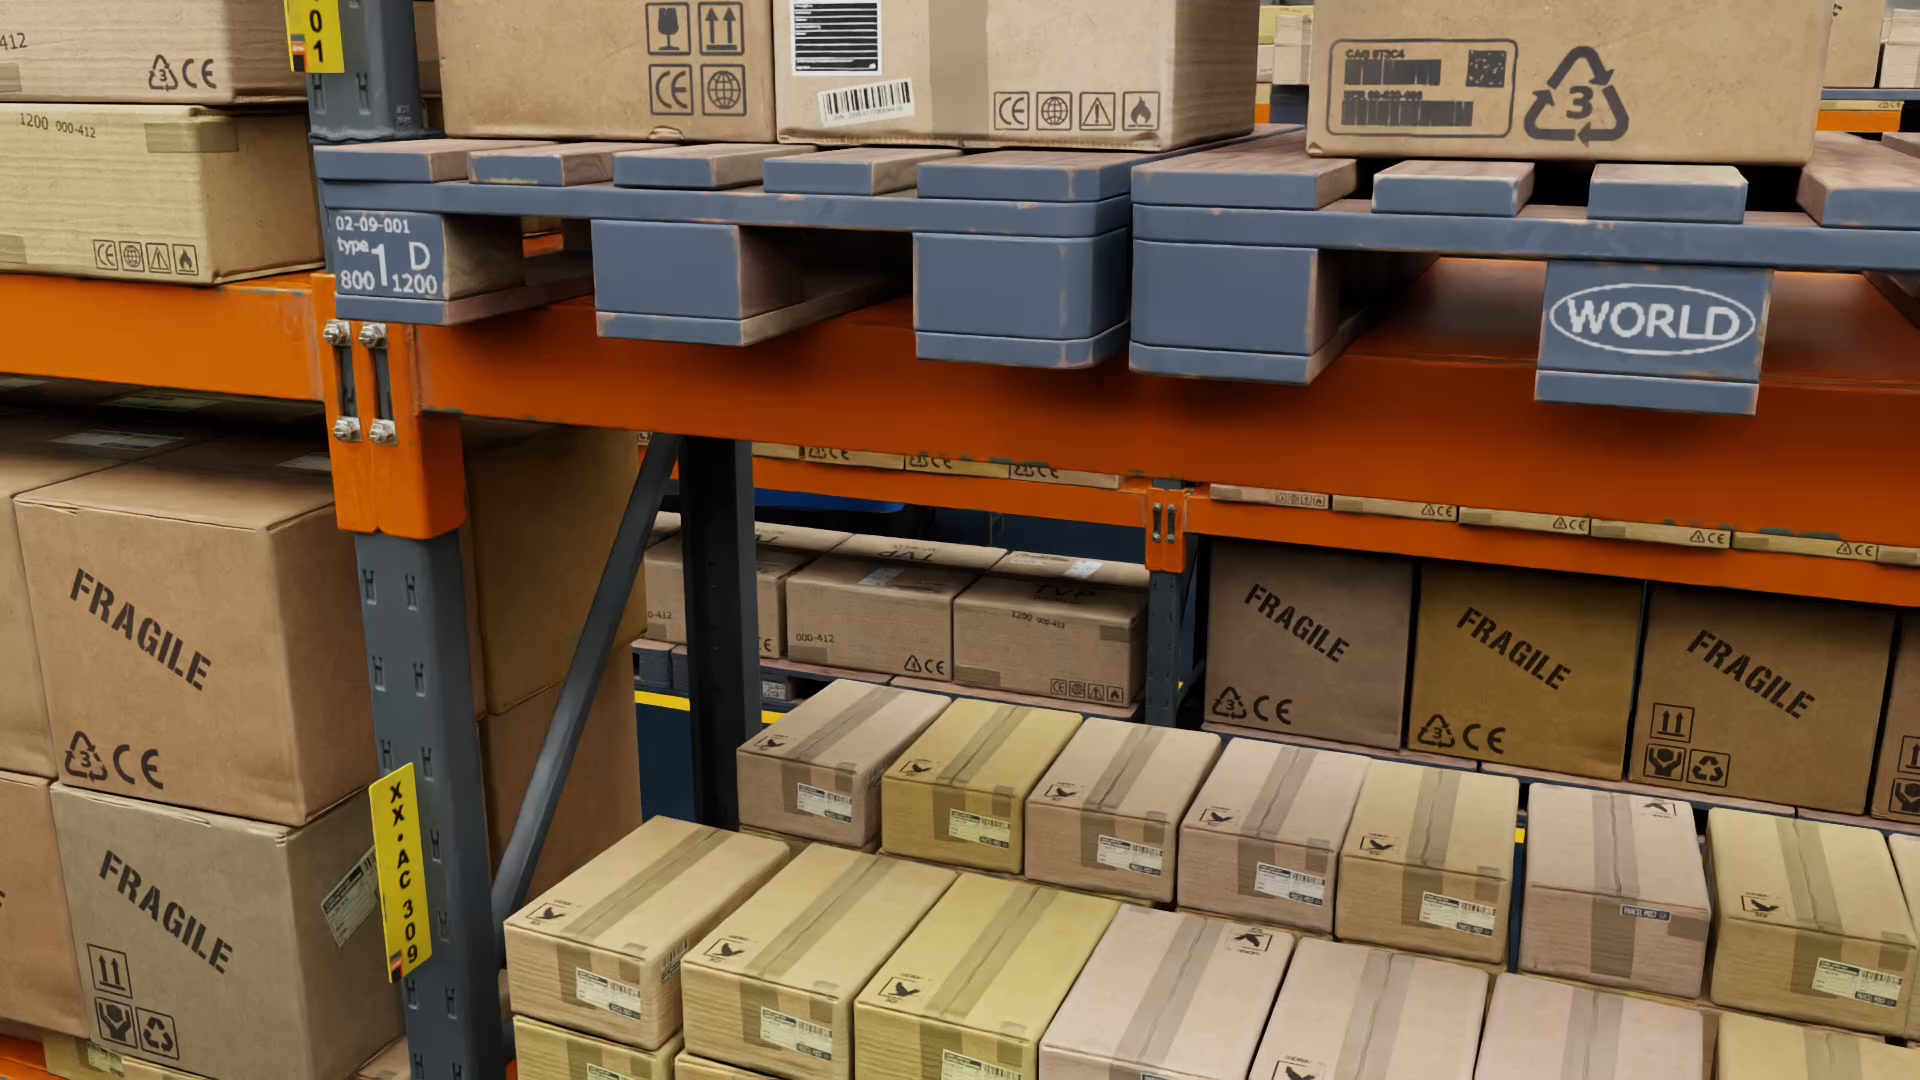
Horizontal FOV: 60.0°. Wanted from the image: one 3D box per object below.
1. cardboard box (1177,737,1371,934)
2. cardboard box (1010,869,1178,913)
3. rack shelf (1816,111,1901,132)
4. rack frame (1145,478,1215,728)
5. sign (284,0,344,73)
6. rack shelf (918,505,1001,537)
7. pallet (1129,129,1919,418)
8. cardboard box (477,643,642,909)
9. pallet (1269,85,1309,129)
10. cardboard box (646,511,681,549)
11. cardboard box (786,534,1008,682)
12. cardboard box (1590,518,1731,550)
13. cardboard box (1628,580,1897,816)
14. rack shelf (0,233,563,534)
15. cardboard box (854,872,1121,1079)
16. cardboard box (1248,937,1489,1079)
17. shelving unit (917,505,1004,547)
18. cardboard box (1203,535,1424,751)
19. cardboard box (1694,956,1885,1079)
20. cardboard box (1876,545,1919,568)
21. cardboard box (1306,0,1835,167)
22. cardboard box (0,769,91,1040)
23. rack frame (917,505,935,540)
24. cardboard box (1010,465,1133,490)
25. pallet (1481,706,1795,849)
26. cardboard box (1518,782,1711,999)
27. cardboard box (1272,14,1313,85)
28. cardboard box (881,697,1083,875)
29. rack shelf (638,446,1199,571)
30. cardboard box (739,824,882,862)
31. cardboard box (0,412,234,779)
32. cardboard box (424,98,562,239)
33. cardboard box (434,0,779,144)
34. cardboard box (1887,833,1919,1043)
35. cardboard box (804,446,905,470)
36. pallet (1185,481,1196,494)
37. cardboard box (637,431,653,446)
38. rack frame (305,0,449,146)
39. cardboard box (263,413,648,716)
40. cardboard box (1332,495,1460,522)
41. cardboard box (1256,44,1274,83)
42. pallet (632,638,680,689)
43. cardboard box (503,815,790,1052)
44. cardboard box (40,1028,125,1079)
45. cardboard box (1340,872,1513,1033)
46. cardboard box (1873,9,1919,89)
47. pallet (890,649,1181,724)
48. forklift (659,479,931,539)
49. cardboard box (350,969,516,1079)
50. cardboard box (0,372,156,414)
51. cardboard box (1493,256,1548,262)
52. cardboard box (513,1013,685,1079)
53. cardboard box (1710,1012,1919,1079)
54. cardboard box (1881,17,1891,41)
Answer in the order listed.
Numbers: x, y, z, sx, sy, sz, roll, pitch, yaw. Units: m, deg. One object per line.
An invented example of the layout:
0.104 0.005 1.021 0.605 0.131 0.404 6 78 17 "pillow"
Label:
0.530 0.481 2.767 0.250 0.149 0.380 6 17 20 "cardboard box"
0.269 0.595 2.909 0.250 0.149 0.380 7 18 23 "cardboard box"
4.751 -2.696 10.990 4.000 0.370 1.077 6 17 21 "rack shelf"
1.073 -0.518 7.577 0.127 3.000 1.000 6 17 21 "rack frame"
-0.841 -0.771 2.141 0.005 0.325 0.100 6 17 21 "sign"
0.006 -0.343 11.141 0.480 0.518 0.431 4 16 14 "rack shelf"
0.852 -0.378 2.052 1.003 0.211 1.213 6 17 21 "pallet"
-1.017 0.469 3.463 0.500 0.500 0.500 6 17 20 "cardboard box"
1.944 -1.785 6.907 1.217 0.209 0.805 6 17 18 "pallet"
-1.997 0.143 9.142 0.875 0.438 0.875 6 17 19 "cardboard box"
-0.305 0.327 8.508 0.875 0.438 0.875 6 17 19 "cardboard box"
2.800 -0.170 6.647 0.500 0.250 0.500 6 17 20 "cardboard box"
3.354 0.526 7.041 0.875 0.875 0.875 7 17 21 "cardboard box"
-2.510 -0.523 3.506 4.000 0.370 1.077 6 17 21 "rack shelf"
0.048 0.623 2.278 0.250 0.149 0.380 6 17 21 "cardboard box"
0.517 0.675 2.098 0.250 0.149 0.380 6 17 20 "cardboard box"
0.004 -1.029 10.945 0.503 2.100 0.431 4 16 14 "shelving unit"
1.679 0.344 7.668 0.875 0.875 0.875 7 18 22 "cardboard box"
1.245 0.702 2.539 0.250 0.149 0.380 7 18 23 "cardboard box"
3.747 -0.069 6.301 0.500 0.250 0.500 7 17 22 "cardboard box"
0.740 -0.723 1.966 0.637 0.503 0.797 6 17 20 "cardboard box"
-1.685 0.556 3.166 0.500 0.500 0.500 6 17 19 "cardboard box"
-0.232 -1.045 11.003 0.015 2.100 0.400 4 16 14 "rack frame"
0.548 -0.547 7.498 0.500 0.500 0.500 6 17 21 "cardboard box"
2.957 1.005 7.333 1.213 0.211 1.003 6 17 21 "pallet"
1.008 0.534 2.586 0.250 0.149 0.380 5 17 18 "cardboard box"
1.410 -1.954 6.630 0.258 0.266 0.396 6 17 20 "cardboard box"
0.046 0.427 2.952 0.250 0.149 0.380 6 17 19 "cardboard box"
-0.787 -0.377 8.382 4.000 0.370 1.077 6 17 21 "rack shelf"
-0.206 0.542 3.090 0.250 0.149 0.380 7 18 22 "cardboard box"
-1.668 0.076 3.026 0.500 0.500 0.500 6 17 19 "cardboard box"
-0.983 -0.708 3.121 0.500 0.250 0.500 7 18 23 "cardboard box"
-0.337 -0.847 2.397 0.500 0.500 0.700 6 17 21 "cardboard box"
1.490 0.587 2.401 0.250 0.149 0.380 7 18 22 "cardboard box"
-0.406 -0.646 7.839 0.500 0.500 0.500 6 17 20 "cardboard box"
2.252 -0.537 12.644 1.213 0.211 1.003 6 17 21 "pallet"
-1.359 -0.750 8.198 0.500 0.500 0.500 6 17 20 "cardboard box"
-0.649 -2.105 2.283 0.127 3.000 1.000 6 17 21 "rack frame"
-0.979 -0.004 3.301 0.500 0.500 0.500 7 17 22 "cardboard box"
1.868 -0.280 7.026 0.500 0.250 0.500 6 17 19 "cardboard box"
2.350 -3.301 11.520 0.500 0.250 0.500 6 17 21 "cardboard box"
-1.875 0.474 9.163 1.213 0.211 1.003 6 17 21 "pallet"
-0.451 0.569 2.463 0.250 0.149 0.380 7 18 23 "cardboard box"
-1.507 0.888 3.187 0.250 0.149 0.380 7 18 23 "cardboard box"
0.766 0.649 2.723 0.250 0.149 0.380 5 17 18 "cardboard box"
3.385 -1.736 5.882 0.258 0.266 0.396 6 17 19 "cardboard box"
0.394 0.723 8.304 1.213 0.211 1.003 6 17 21 "pallet"
-1.768 -1.507 11.107 3.031 2.935 1.130 3 16 11 "forklift"
-1.001 0.928 3.046 0.250 0.149 0.380 6 17 20 "cardboard box"
-1.925 -0.113 3.675 0.500 0.500 0.500 7 17 22 "cardboard box"
2.529 -0.957 7.119 0.500 0.500 0.500 7 18 22 "cardboard box"
-0.451 0.712 2.504 0.250 0.149 0.380 7 17 22 "cardboard box"
1.004 0.728 1.916 0.250 0.149 0.380 7 18 22 "cardboard box"
5.712 -3.126 10.201 0.250 0.149 0.380 6 17 19 "cardboard box"
